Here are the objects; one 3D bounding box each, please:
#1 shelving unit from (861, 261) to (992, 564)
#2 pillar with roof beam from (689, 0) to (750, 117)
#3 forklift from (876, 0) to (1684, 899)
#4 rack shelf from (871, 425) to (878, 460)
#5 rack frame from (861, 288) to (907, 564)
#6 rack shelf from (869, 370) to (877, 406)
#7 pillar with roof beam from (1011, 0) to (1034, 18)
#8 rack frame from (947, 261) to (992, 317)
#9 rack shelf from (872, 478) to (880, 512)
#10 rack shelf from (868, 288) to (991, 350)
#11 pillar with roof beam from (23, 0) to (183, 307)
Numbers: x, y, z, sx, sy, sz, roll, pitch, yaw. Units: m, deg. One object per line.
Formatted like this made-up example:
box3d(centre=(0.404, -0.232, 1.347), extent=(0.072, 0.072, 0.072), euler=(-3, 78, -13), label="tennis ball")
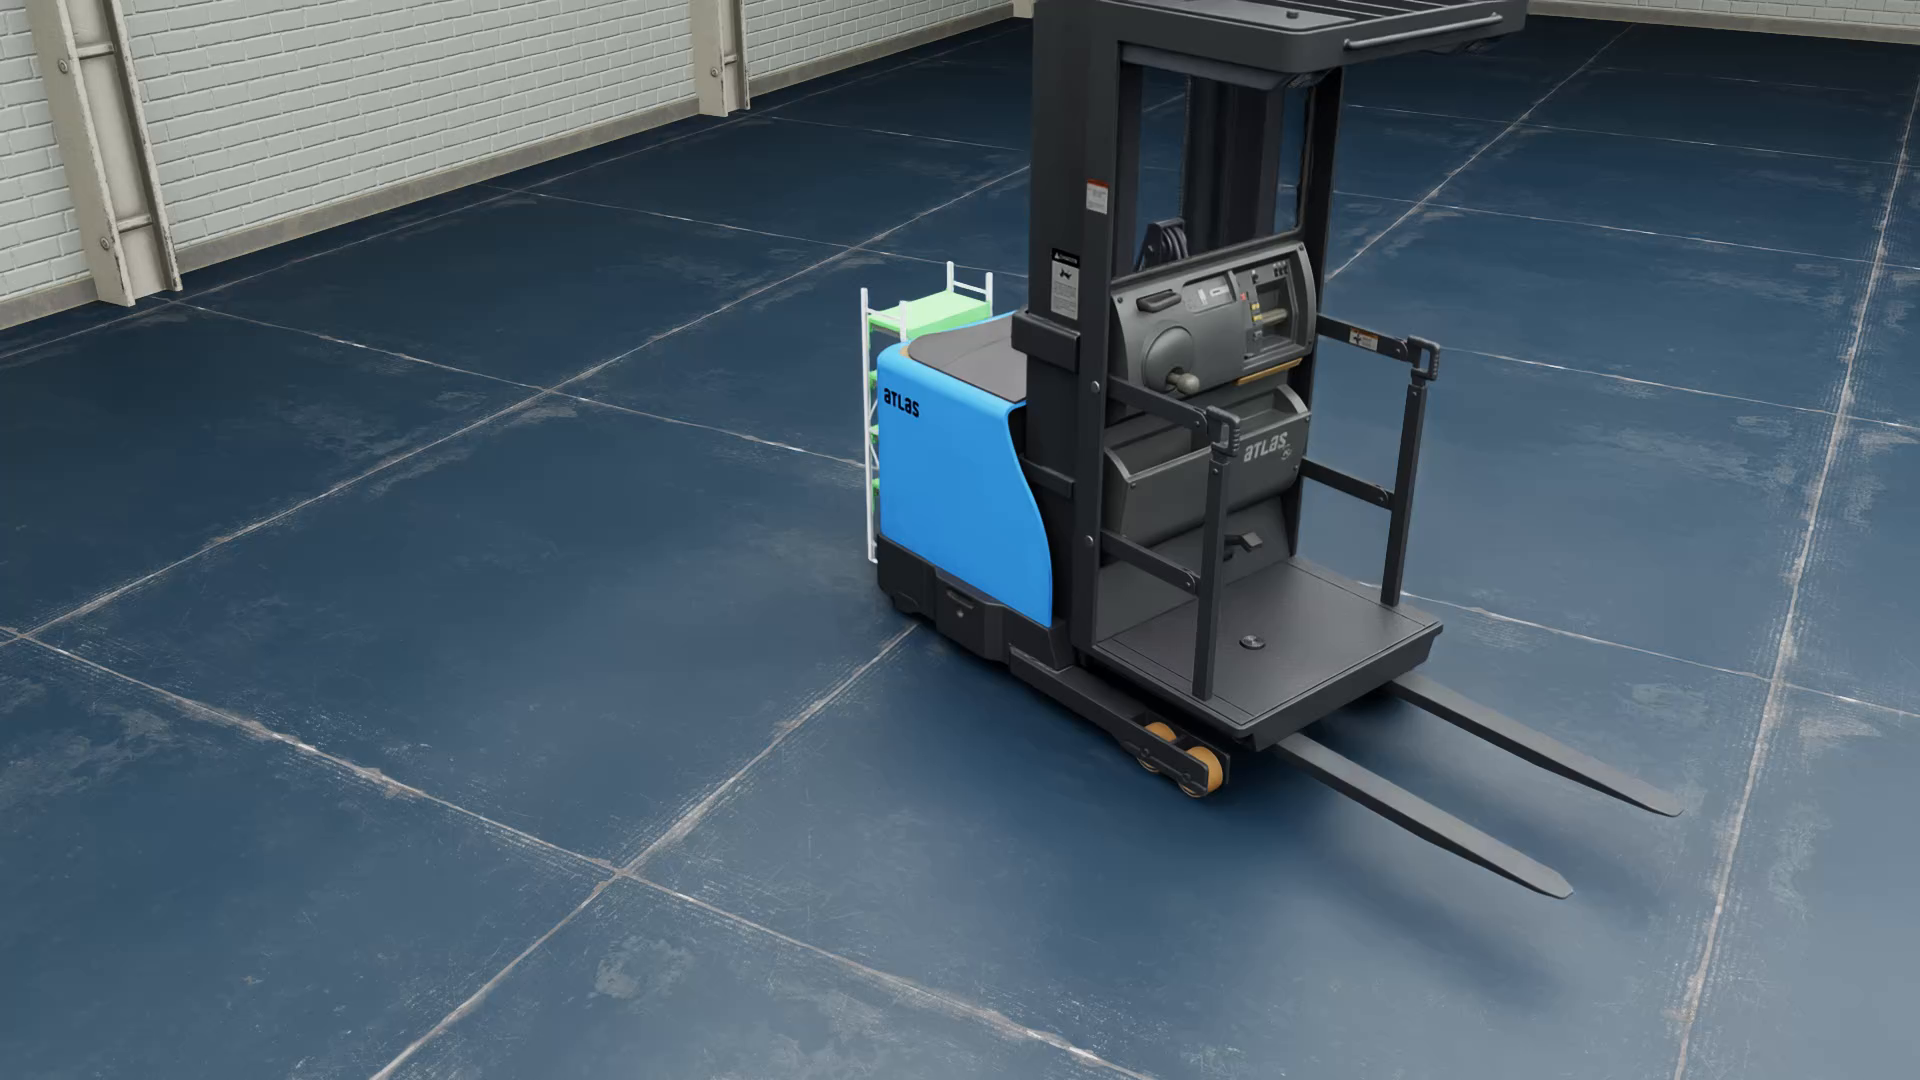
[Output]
box3d(centre=(-0.129, -0.496, 6.901), extent=(0.258, 1.200, 0.503), euler=(23, 35, 38), label="shelving unit")
box3d(centre=(1.623, -6.938, 11.058), extent=(9.100, 9.000, 0.400), euler=(14, 30, 26), label="pillar with roof beam")
box3d(centre=(0.997, -0.709, 5.392), extent=(1.130, 2.935, 3.031), euler=(-21, 33, -35), label="forklift")
box3d(centre=(-0.129, -0.439, 6.929), extent=(0.258, 0.148, 0.480), euler=(23, 35, 38), label="rack shelf")
box3d(centre=(-0.298, -0.417, 6.743), extent=(0.240, 1.200, 0.015), euler=(23, 35, 38), label="rack frame")
box3d(centre=(-0.129, -0.654, 6.822), extent=(0.258, 0.148, 0.480), euler=(23, 35, 38), label="rack shelf")
box3d(centre=(4.574, -9.277, 15.729), extent=(9.100, 9.000, 0.400), euler=(14, 30, 26), label="pillar with roof beam")
box3d(centre=(0.039, -0.575, 7.059), extent=(0.240, 1.200, 0.015), euler=(23, 35, 38), label="rack frame")
box3d(centre=(-0.129, -0.224, 7.037), extent=(0.258, 0.148, 0.480), euler=(23, 35, 38), label="rack shelf")
box3d(centre=(-0.129, -0.868, 6.715), extent=(0.258, 0.148, 0.480), euler=(23, 35, 38), label="rack shelf")
box3d(centre=(-1.329, -4.600, 6.386), extent=(9.100, 9.000, 0.400), euler=(14, 30, 26), label="pillar with roof beam")
